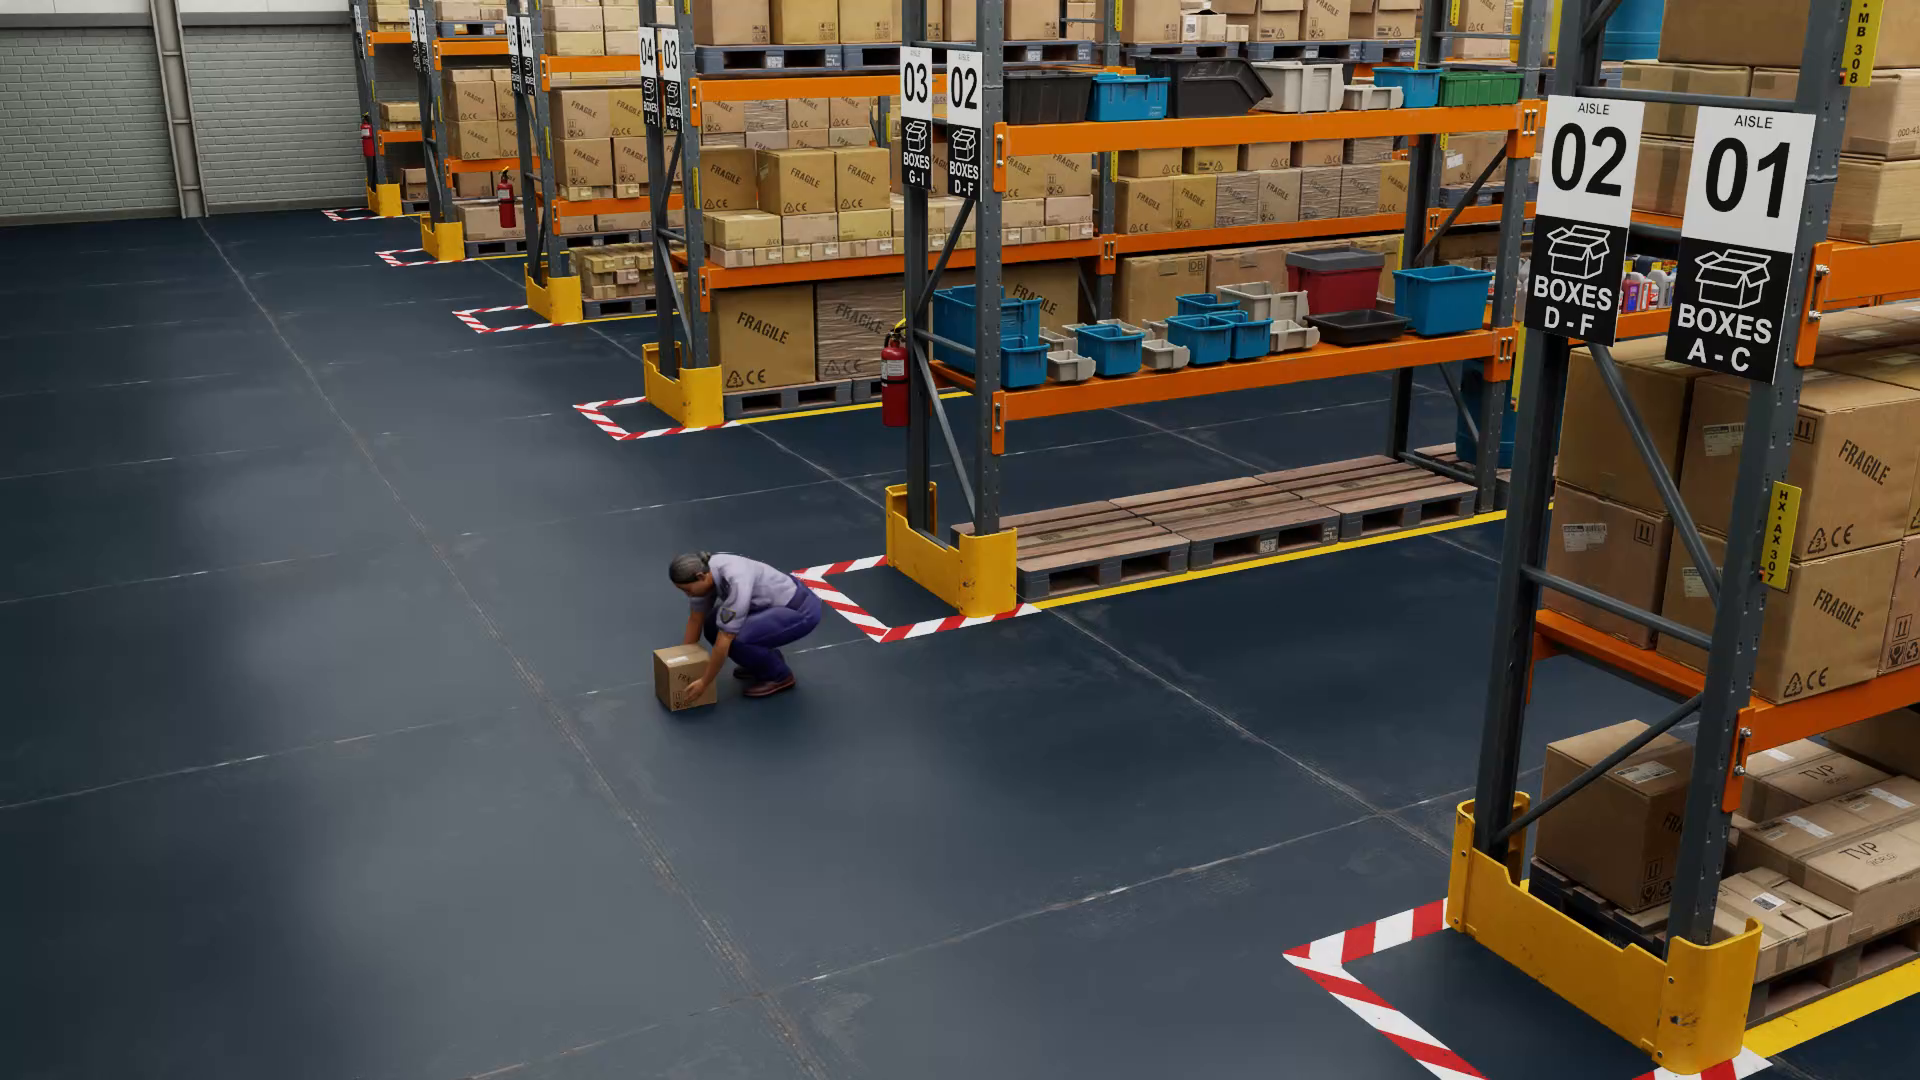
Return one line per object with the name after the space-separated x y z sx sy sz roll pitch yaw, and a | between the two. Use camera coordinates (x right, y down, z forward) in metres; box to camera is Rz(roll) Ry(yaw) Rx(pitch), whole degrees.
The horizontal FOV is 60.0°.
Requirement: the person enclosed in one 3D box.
-1.132 0.395 8.724 0.823 0.822 0.520 -10 21 -27 | person
